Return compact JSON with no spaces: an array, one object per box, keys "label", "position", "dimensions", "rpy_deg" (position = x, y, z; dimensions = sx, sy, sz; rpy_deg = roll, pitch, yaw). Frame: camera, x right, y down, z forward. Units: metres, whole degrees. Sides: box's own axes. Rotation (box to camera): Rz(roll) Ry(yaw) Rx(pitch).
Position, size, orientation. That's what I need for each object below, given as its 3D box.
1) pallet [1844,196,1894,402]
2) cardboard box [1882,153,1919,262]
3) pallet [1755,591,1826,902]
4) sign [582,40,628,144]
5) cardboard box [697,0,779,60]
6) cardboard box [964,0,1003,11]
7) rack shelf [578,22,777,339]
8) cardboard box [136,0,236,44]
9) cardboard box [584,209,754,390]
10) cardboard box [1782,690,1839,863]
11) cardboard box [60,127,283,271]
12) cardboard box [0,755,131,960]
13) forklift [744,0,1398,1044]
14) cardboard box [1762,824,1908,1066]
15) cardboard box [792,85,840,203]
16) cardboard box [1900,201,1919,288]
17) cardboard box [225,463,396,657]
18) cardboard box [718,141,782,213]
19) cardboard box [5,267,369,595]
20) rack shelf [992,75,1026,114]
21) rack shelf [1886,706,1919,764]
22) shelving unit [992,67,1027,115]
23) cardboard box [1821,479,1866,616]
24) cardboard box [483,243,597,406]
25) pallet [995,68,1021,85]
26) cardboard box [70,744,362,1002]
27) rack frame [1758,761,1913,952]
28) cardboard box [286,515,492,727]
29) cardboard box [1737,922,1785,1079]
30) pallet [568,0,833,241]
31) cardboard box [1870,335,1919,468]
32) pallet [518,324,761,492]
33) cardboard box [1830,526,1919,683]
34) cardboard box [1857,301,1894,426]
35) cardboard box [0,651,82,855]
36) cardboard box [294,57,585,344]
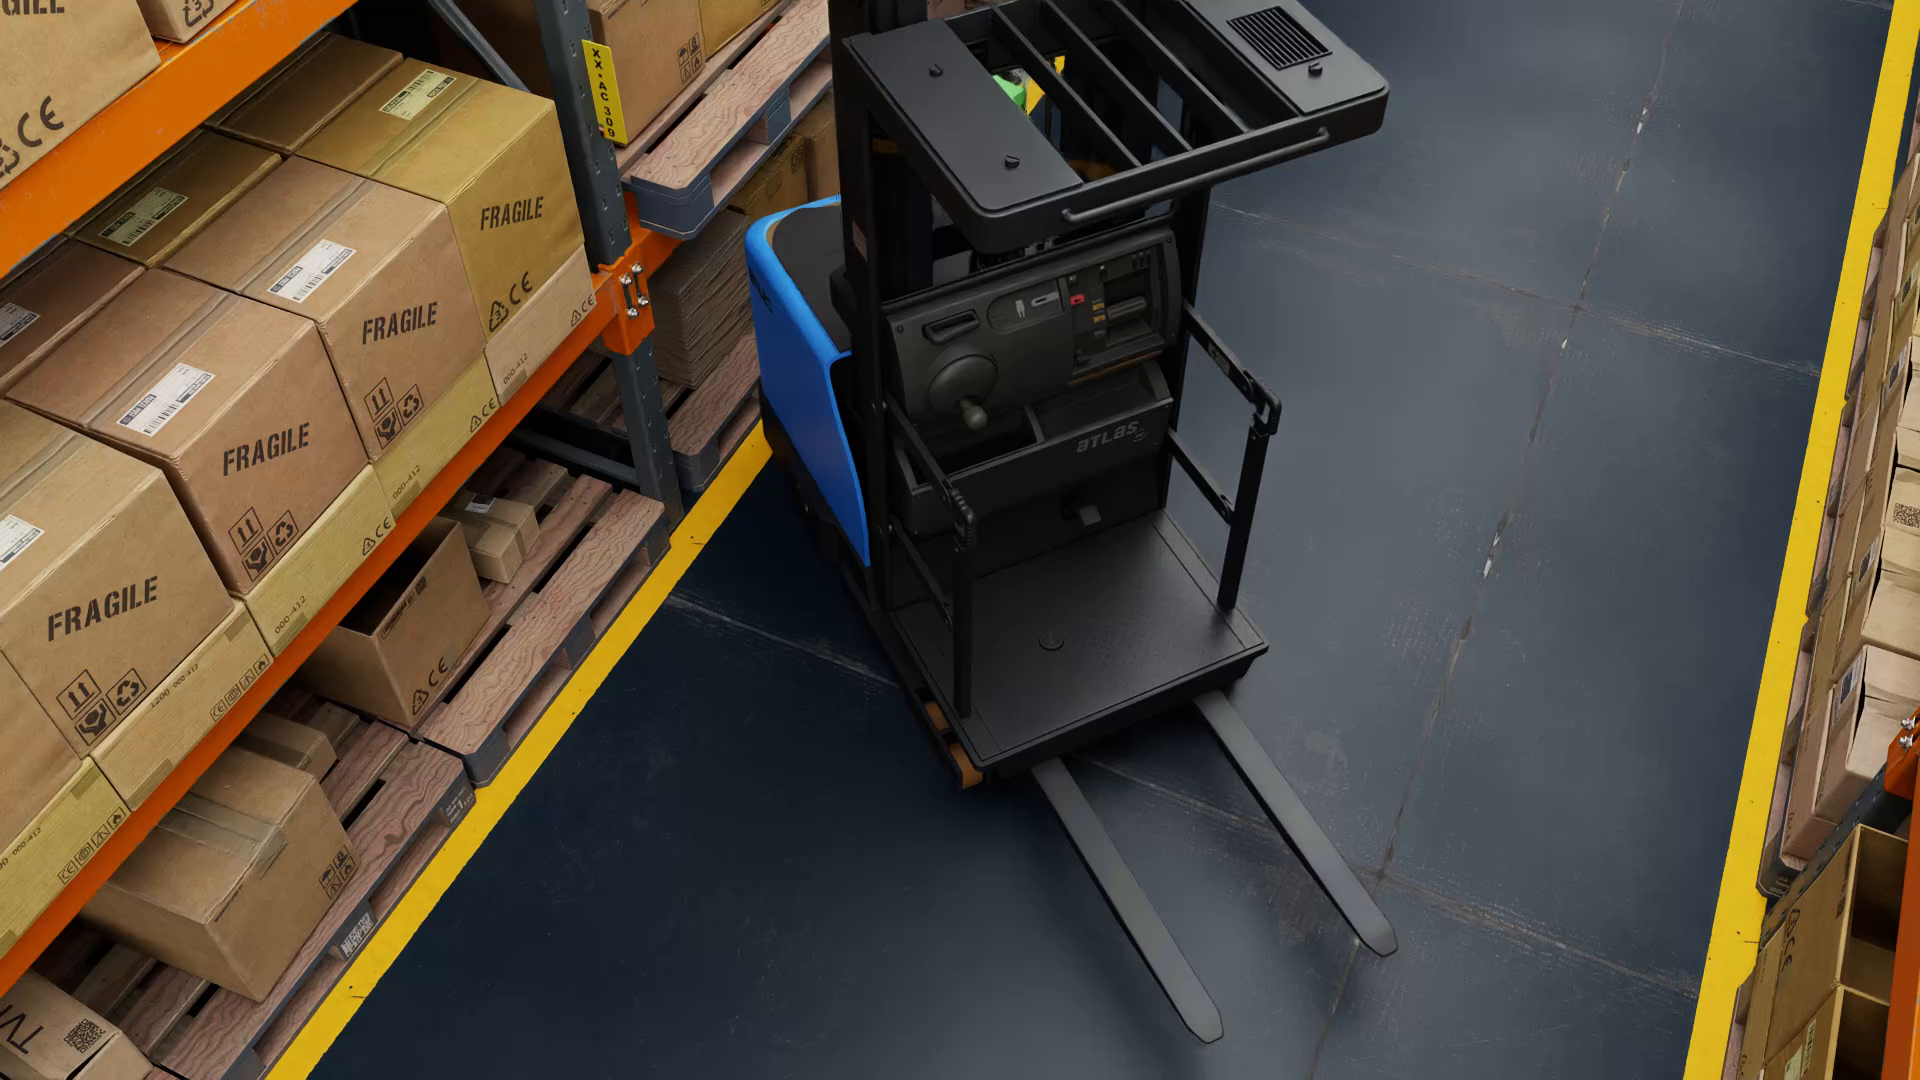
[{"label":"pallet","position":[4.279,-0.873,6.854],"dimensions":[1.003,0.211,1.213],"rpy_deg":[20,52,16]},{"label":"cardboard box","position":[4.177,-1.310,6.925],"dimensions":[0.500,0.250,0.500],"rpy_deg":[20,52,16]},{"label":"pallet","position":[3.236,0.807,5.424],"dimensions":[1.003,0.211,1.213],"rpy_deg":[20,52,16]},{"label":"sign","position":[-1.030,-1.295,4.814],"dimensions":[0.100,0.325,0.005],"rpy_deg":[20,52,16]},{"label":"cardboard box","position":[-1.030,-2.082,5.698],"dimensions":[0.700,0.500,0.500],"rpy_deg":[25,54,20]},{"label":"cardboard box","position":[-0.075,-2.759,7.981],"dimensions":[0.700,0.500,0.500],"rpy_deg":[20,53,17]},{"label":"rack shelf","position":[-0.669,-2.329,6.735],"dimensions":[1.077,0.370,4.000],"rpy_deg":[20,52,16]},{"label":"cardboard box","position":[-1.743,-1.424,3.444],"dimensions":[0.500,0.500,0.500],"rpy_deg":[16,51,13]},{"label":"cardboard box","position":[-1.224,-1.030,6.509],"dimensions":[0.700,0.500,0.500],"rpy_deg":[21,53,17]},{"label":"cardboard box","position":[2.872,0.799,5.130],"dimensions":[0.500,0.250,0.500],"rpy_deg":[19,52,16]},{"label":"cardboard box","position":[-2.138,-0.776,4.533],"dimensions":[0.500,0.500,0.500],"rpy_deg":[20,52,16]},{"label":"cardboard box","position":[-2.305,0.667,3.798],"dimensions":[0.500,0.250,0.500],"rpy_deg":[19,52,16]},{"label":"forklift","position":[0.333,-0.515,4.764],"dimensions":[1.130,2.935,3.031],"rpy_deg":[-21,53,-17]},{"label":"cardboard box","position":[2.476,1.153,4.336],"dimensions":[0.500,0.500,0.500],"rpy_deg":[20,52,16]},{"label":"cardboard box","position":[-0.794,-1.740,7.114],"dimensions":[0.700,0.500,0.500],"rpy_deg":[20,53,16]},{"label":"cardboard box","position":[3.960,-1.128,6.401],"dimensions":[0.500,0.311,0.500],"rpy_deg":[19,52,15]},{"label":"cardboard box","position":[-1.873,-0.027,4.388],"dimensions":[0.500,0.250,0.500],"rpy_deg":[20,52,16]},{"label":"cardboard box","position":[-1.039,-1.577,6.483],"dimensions":[0.500,0.250,0.500],"rpy_deg":[19,52,15]},{"label":"cardboard box","position":[-1.879,-0.271,4.104],"dimensions":[0.500,0.500,0.500],"rpy_deg":[18,52,15]},{"label":"rack shelf","position":[0.001,-1.587,6.266],"dimensions":[0.258,0.148,0.480],"rpy_deg":[32,57,24]},{"label":"rack shelf","position":[3.811,-0.720,5.366],"dimensions":[1.077,0.370,4.000],"rpy_deg":[20,52,16]},{"label":"shelving unit","position":[0.001,-1.317,6.583],"dimensions":[0.258,1.200,0.503],"rpy_deg":[32,57,24]},{"label":"cardboard box","position":[3.308,0.099,5.726],"dimensions":[0.500,0.250,0.500],"rpy_deg":[21,53,17]},{"label":"cardboard box","position":[-1.452,-0.718,4.977],"dimensions":[0.500,0.250,0.500],"rpy_deg":[20,52,16]},{"label":"pallet","position":[-0.150,-2.498,8.237],"dimensions":[1.003,0.211,1.213],"rpy_deg":[20,52,16]},{"label":"cardboard box","position":[-2.253,0.908,4.860],"dimensions":[0.700,0.500,0.500],"rpy_deg":[17,52,14]},{"label":"rack frame","position":[2.957,0.424,3.920],"dimensions":[1.000,3.000,0.127],"rpy_deg":[20,52,16]},{"label":"cardboard box","position":[-1.931,0.210,5.454],"dimensions":[0.500,0.500,0.500],"rpy_deg":[16,52,13]},{"label":"cardboard box","position":[2.485,1.400,4.619],"dimensions":[0.500,0.250,0.500],"rpy_deg":[20,52,16]},{"label":"pallet","position":[-1.065,-1.602,5.770],"dimensions":[1.003,0.211,1.213],"rpy_deg":[20,52,16]},{"label":"cardboard box","position":[3.521,-0.423,5.802],"dimensions":[0.500,0.311,0.500],"rpy_deg":[19,52,16]},{"label":"pallet","position":[-1.192,-0.818,6.808],"dimensions":[1.003,0.211,1.213],"rpy_deg":[20,52,16]},{"label":"cardboard box","position":[3.087,0.265,5.217],"dimensions":[0.500,0.311,0.500],"rpy_deg":[21,53,17]},{"label":"cardboard box","position":[3.746,-0.604,6.324],"dimensions":[0.500,0.250,0.500],"rpy_deg":[19,52,15]},{"label":"cardboard box","position":[-2.310,0.446,3.494],"dimensions":[0.500,0.500,0.500],"rpy_deg":[18,52,15]},{"label":"cardboard box","position":[-1.446,-0.960,4.690],"dimensions":[0.500,0.500,0.500],"rpy_deg":[20,52,16]}]
